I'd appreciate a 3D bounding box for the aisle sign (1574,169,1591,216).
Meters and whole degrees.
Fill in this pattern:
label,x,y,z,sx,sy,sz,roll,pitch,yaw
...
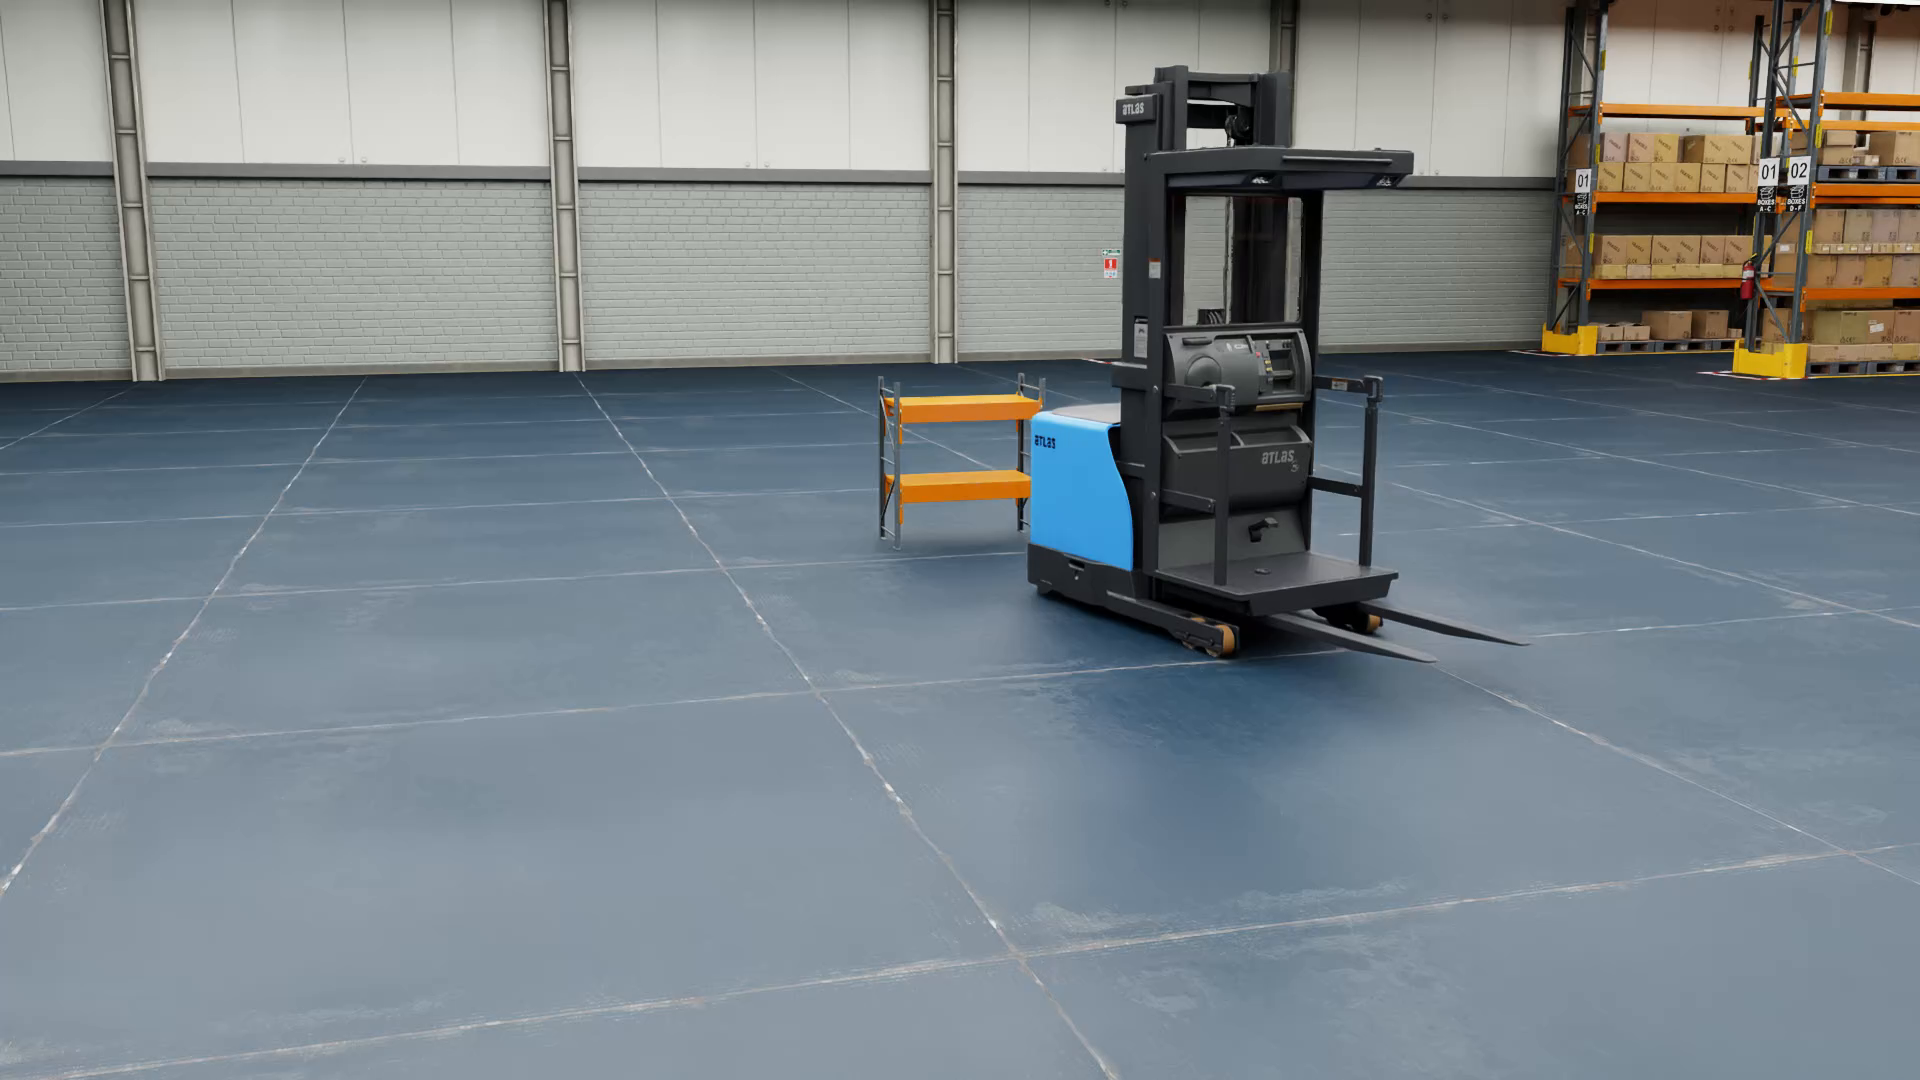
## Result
label,x,y,z,sx,sy,sz,roll,pitch,yaw
aisle sign,10.839,-6.053,28.964,0.004,0.787,0.394,-3,11,-16

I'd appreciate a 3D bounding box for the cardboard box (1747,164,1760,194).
label,x,y,z,sx,sy,sz,roll,pitch,yaw
cardboard box,14.247,-6.499,29.946,0.500,0.500,0.500,-3,11,-14

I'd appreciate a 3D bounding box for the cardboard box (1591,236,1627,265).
label,x,y,z,sx,sy,sz,roll,pitch,yaw
cardboard box,11.367,-5.108,29.293,0.500,0.500,0.500,-3,11,-16

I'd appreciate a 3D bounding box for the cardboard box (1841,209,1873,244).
label,x,y,z,sx,sy,sz,roll,pitch,yaw
cardboard box,13.219,-4.709,24.979,0.500,0.500,0.700,-3,11,-17

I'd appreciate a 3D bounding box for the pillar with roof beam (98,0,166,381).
label,x,y,z,sx,sy,sz,roll,pitch,yaw
pillar with roof beam,-10.585,-6.004,19.306,0.400,9.000,9.100,-3,11,-16

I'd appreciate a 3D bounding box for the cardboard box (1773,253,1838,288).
label,x,y,z,sx,sy,sz,roll,pitch,yaw
cardboard box,12.665,-4.040,24.933,0.500,0.500,0.700,-3,11,-16

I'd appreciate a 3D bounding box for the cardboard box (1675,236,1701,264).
label,x,y,z,sx,sy,sz,roll,pitch,yaw
cardboard box,12.835,-5.184,29.709,0.500,0.500,0.500,-3,11,-14

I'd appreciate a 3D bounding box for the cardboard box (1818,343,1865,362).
label,x,y,z,sx,sy,sz,roll,pitch,yaw
cardboard box,13.269,-2.838,25.115,0.500,0.250,0.500,-3,11,-16

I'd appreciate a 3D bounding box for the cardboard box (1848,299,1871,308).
label,x,y,z,sx,sy,sz,roll,pitch,yaw
cardboard box,16.772,-4.501,31.329,0.500,0.250,0.500,-3,11,-16

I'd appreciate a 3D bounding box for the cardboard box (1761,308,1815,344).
label,x,y,z,sx,sy,sz,roll,pitch,yaw
cardboard box,12.645,-3.272,25.397,0.500,0.500,0.500,-3,11,-16

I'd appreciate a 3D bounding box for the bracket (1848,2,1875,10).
label,x,y,z,sx,sy,sz,roll,pitch,yaw
bracket,16.717,-9.958,30.842,0.430,0.232,0.235,-3,11,-16

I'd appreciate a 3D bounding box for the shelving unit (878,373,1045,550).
label,x,y,z,sx,sy,sz,roll,pitch,yaw
shelving unit,0.006,-0.554,11.446,1.048,1.125,0.538,-3,11,-16

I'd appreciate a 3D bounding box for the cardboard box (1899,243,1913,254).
label,x,y,z,sx,sy,sz,roll,pitch,yaw
cardboard box,14.126,-4.398,25.084,0.250,0.149,0.380,-3,11,-15

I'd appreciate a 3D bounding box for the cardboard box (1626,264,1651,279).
label,x,y,z,sx,sy,sz,roll,pitch,yaw
cardboard box,11.877,-4.765,29.504,0.500,0.250,0.500,-3,11,-18

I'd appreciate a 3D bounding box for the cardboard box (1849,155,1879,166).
label,x,y,z,sx,sy,sz,roll,pitch,yaw
cardboard box,13.392,-5.626,24.683,0.250,0.149,0.380,-3,11,-16

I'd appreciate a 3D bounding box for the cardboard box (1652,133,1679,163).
label,x,y,z,sx,sy,sz,roll,pitch,yaw
cardboard box,12.247,-6.878,29.247,0.500,0.500,0.500,-3,11,-14

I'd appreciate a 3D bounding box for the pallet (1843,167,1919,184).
label,x,y,z,sx,sy,sz,roll,pitch,yaw
pallet,14.073,-5.495,25.071,1.213,0.211,1.003,-3,11,-16

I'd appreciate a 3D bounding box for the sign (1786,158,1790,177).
label,x,y,z,sx,sy,sz,roll,pitch,yaw
sign,14.824,-6.669,29.773,0.005,0.325,0.100,-3,11,-16

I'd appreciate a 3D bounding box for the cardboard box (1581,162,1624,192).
label,x,y,z,sx,sy,sz,roll,pitch,yaw
cardboard box,11.216,-6.338,29.075,0.500,0.500,0.500,-3,11,-14

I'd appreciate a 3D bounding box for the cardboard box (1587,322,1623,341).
label,x,y,z,sx,sy,sz,roll,pitch,yaw
cardboard box,11.514,-3.744,29.811,0.500,0.311,0.500,-4,11,-22

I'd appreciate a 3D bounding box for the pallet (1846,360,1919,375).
label,x,y,z,sx,sy,sz,roll,pitch,yaw
pallet,14.105,-2.706,25.659,1.213,0.211,1.003,-3,11,-16

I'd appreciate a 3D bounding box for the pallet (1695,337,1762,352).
label,x,y,z,sx,sy,sz,roll,pitch,yaw
pallet,14.030,-3.622,30.636,1.213,0.211,1.003,-3,11,-16

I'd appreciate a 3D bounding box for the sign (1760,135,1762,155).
label,x,y,z,sx,sy,sz,roll,pitch,yaw
sign,12.075,-5.937,24.997,0.005,0.325,0.100,-3,11,-16

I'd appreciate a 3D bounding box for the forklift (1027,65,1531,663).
label,x,y,z,sx,sy,sz,roll,pitch,yaw
forklift,1.588,-0.948,8.599,1.130,2.935,3.031,-6,12,-30

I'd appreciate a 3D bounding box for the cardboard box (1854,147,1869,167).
label,x,y,z,sx,sy,sz,roll,pitch,yaw
cardboard box,13.779,-5.809,25.230,0.500,0.311,0.500,-2,11,-9

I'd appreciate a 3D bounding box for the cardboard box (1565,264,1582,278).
label,x,y,z,sx,sy,sz,roll,pitch,yaw
cardboard box,11.219,-4.824,29.825,0.500,0.250,0.500,-3,11,-15

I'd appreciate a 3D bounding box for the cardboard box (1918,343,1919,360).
label,x,y,z,sx,sy,sz,roll,pitch,yaw
cardboard box,14.711,-2.914,25.523,0.500,0.250,0.500,-3,11,-16

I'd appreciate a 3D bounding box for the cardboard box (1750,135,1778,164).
label,x,y,z,sx,sy,sz,roll,pitch,yaw
cardboard box,14.260,-6.987,29.835,0.500,0.500,0.500,-4,11,-21

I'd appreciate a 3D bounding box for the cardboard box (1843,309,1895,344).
label,x,y,z,sx,sy,sz,roll,pitch,yaw
cardboard box,13.746,-3.235,25.195,0.500,0.500,0.500,-3,11,-16

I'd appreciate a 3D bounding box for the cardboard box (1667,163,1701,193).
label,x,y,z,sx,sy,sz,roll,pitch,yaw
cardboard box,12.747,-6.417,29.503,0.500,0.500,0.500,-2,11,-12

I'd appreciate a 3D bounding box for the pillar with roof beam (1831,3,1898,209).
label,x,y,z,sx,sy,sz,roll,pitch,yaw
pillar with roof beam,18.219,-7.522,27.552,0.548,9.000,9.100,-3,11,-16

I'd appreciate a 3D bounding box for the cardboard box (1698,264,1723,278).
label,x,y,z,sx,sy,sz,roll,pitch,yaw
cardboard box,13.336,-4.841,29.915,0.500,0.250,0.500,-3,11,-16

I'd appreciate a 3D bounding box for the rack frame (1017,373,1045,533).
label,x,y,z,sx,sy,sz,roll,pitch,yaw
rack frame,0.495,-0.579,11.586,0.032,1.125,0.500,-3,11,-16

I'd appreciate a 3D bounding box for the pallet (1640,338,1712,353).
label,x,y,z,sx,sy,sz,roll,pitch,yaw
pallet,12.857,-3.559,30.297,1.213,0.211,1.003,-3,11,-16

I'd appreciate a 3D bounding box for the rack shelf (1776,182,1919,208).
label,x,y,z,sx,sy,sz,roll,pitch,yaw
rack shelf,14.133,-5.192,25.169,4.000,0.370,1.077,-3,11,-16

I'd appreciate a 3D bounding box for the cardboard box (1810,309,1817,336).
label,x,y,z,sx,sy,sz,roll,pitch,yaw
cardboard box,15.849,-4.095,31.196,0.500,0.500,0.700,-3,11,-17

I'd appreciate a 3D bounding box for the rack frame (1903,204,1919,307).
label,x,y,z,sx,sy,sz,roll,pitch,yaw
rack frame,18.506,-5.236,31.701,0.127,3.000,1.000,-3,11,-16

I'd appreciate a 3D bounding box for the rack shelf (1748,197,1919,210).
label,x,y,z,sx,sy,sz,roll,pitch,yaw
rack shelf,16.586,-6.256,30.945,4.000,0.370,1.077,-3,11,-16

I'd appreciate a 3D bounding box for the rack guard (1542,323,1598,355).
label,x,y,z,sx,sy,sz,roll,pitch,yaw
rack guard,10.898,-3.605,29.749,0.348,0.500,1.175,-3,11,-16

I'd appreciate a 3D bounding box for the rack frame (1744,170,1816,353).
label,x,y,z,sx,sy,sz,roll,pitch,yaw
rack frame,12.213,-3.970,24.825,0.127,3.000,1.000,-3,11,-16

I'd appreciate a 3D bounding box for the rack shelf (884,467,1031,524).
label,x,y,z,sx,sy,sz,roll,pitch,yaw
rack shelf,0.006,-0.313,11.491,1.000,0.278,0.538,-3,11,-16

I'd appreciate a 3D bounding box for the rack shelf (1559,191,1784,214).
label,x,y,z,sx,sy,sz,roll,pitch,yaw
rack shelf,12.745,-6.053,29.845,4.000,0.370,1.077,-3,11,-16

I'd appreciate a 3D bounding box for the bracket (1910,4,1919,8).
label,x,y,z,sx,sy,sz,roll,pitch,yaw
bracket,19.987,-10.131,31.779,4.783,0.066,0.076,-3,11,-16

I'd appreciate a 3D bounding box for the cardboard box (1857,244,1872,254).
label,x,y,z,sx,sy,sz,roll,pitch,yaw
cardboard box,13.385,-4.359,24.872,0.250,0.149,0.380,-3,11,-17

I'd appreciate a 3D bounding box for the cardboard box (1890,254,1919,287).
label,x,y,z,sx,sy,sz,roll,pitch,yaw
cardboard box,14.150,-4.119,25.361,0.500,0.500,0.700,-3,11,-14

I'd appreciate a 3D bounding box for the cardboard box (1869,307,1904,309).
label,x,y,z,sx,sy,sz,roll,pitch,yaw
cardboard box,14.561,-3.376,25.961,0.500,0.500,0.500,-3,11,-16

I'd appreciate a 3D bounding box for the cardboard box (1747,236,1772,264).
label,x,y,z,sx,sy,sz,roll,pitch,yaw
cardboard box,14.298,-5.260,30.124,0.500,0.500,0.500,-3,11,-16

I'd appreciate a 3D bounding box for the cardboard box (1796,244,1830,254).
label,x,y,z,sx,sy,sz,roll,pitch,yaw
cardboard box,12.650,-4.320,24.662,0.250,0.149,0.380,-3,11,-16

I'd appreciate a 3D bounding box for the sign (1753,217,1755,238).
label,x,y,z,sx,sy,sz,roll,pitch,yaw
sign,12.075,-4.751,25.215,0.005,0.325,0.100,-3,11,-16

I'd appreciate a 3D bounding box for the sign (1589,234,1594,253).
label,x,y,z,sx,sy,sz,roll,pitch,yaw
sign,10.977,-5.162,28.911,0.005,0.325,0.100,-3,11,-16

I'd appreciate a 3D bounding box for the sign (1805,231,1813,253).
label,x,y,z,sx,sy,sz,roll,pitch,yaw
sign,12.362,-4.338,24.214,0.005,0.325,0.100,-3,11,-16
